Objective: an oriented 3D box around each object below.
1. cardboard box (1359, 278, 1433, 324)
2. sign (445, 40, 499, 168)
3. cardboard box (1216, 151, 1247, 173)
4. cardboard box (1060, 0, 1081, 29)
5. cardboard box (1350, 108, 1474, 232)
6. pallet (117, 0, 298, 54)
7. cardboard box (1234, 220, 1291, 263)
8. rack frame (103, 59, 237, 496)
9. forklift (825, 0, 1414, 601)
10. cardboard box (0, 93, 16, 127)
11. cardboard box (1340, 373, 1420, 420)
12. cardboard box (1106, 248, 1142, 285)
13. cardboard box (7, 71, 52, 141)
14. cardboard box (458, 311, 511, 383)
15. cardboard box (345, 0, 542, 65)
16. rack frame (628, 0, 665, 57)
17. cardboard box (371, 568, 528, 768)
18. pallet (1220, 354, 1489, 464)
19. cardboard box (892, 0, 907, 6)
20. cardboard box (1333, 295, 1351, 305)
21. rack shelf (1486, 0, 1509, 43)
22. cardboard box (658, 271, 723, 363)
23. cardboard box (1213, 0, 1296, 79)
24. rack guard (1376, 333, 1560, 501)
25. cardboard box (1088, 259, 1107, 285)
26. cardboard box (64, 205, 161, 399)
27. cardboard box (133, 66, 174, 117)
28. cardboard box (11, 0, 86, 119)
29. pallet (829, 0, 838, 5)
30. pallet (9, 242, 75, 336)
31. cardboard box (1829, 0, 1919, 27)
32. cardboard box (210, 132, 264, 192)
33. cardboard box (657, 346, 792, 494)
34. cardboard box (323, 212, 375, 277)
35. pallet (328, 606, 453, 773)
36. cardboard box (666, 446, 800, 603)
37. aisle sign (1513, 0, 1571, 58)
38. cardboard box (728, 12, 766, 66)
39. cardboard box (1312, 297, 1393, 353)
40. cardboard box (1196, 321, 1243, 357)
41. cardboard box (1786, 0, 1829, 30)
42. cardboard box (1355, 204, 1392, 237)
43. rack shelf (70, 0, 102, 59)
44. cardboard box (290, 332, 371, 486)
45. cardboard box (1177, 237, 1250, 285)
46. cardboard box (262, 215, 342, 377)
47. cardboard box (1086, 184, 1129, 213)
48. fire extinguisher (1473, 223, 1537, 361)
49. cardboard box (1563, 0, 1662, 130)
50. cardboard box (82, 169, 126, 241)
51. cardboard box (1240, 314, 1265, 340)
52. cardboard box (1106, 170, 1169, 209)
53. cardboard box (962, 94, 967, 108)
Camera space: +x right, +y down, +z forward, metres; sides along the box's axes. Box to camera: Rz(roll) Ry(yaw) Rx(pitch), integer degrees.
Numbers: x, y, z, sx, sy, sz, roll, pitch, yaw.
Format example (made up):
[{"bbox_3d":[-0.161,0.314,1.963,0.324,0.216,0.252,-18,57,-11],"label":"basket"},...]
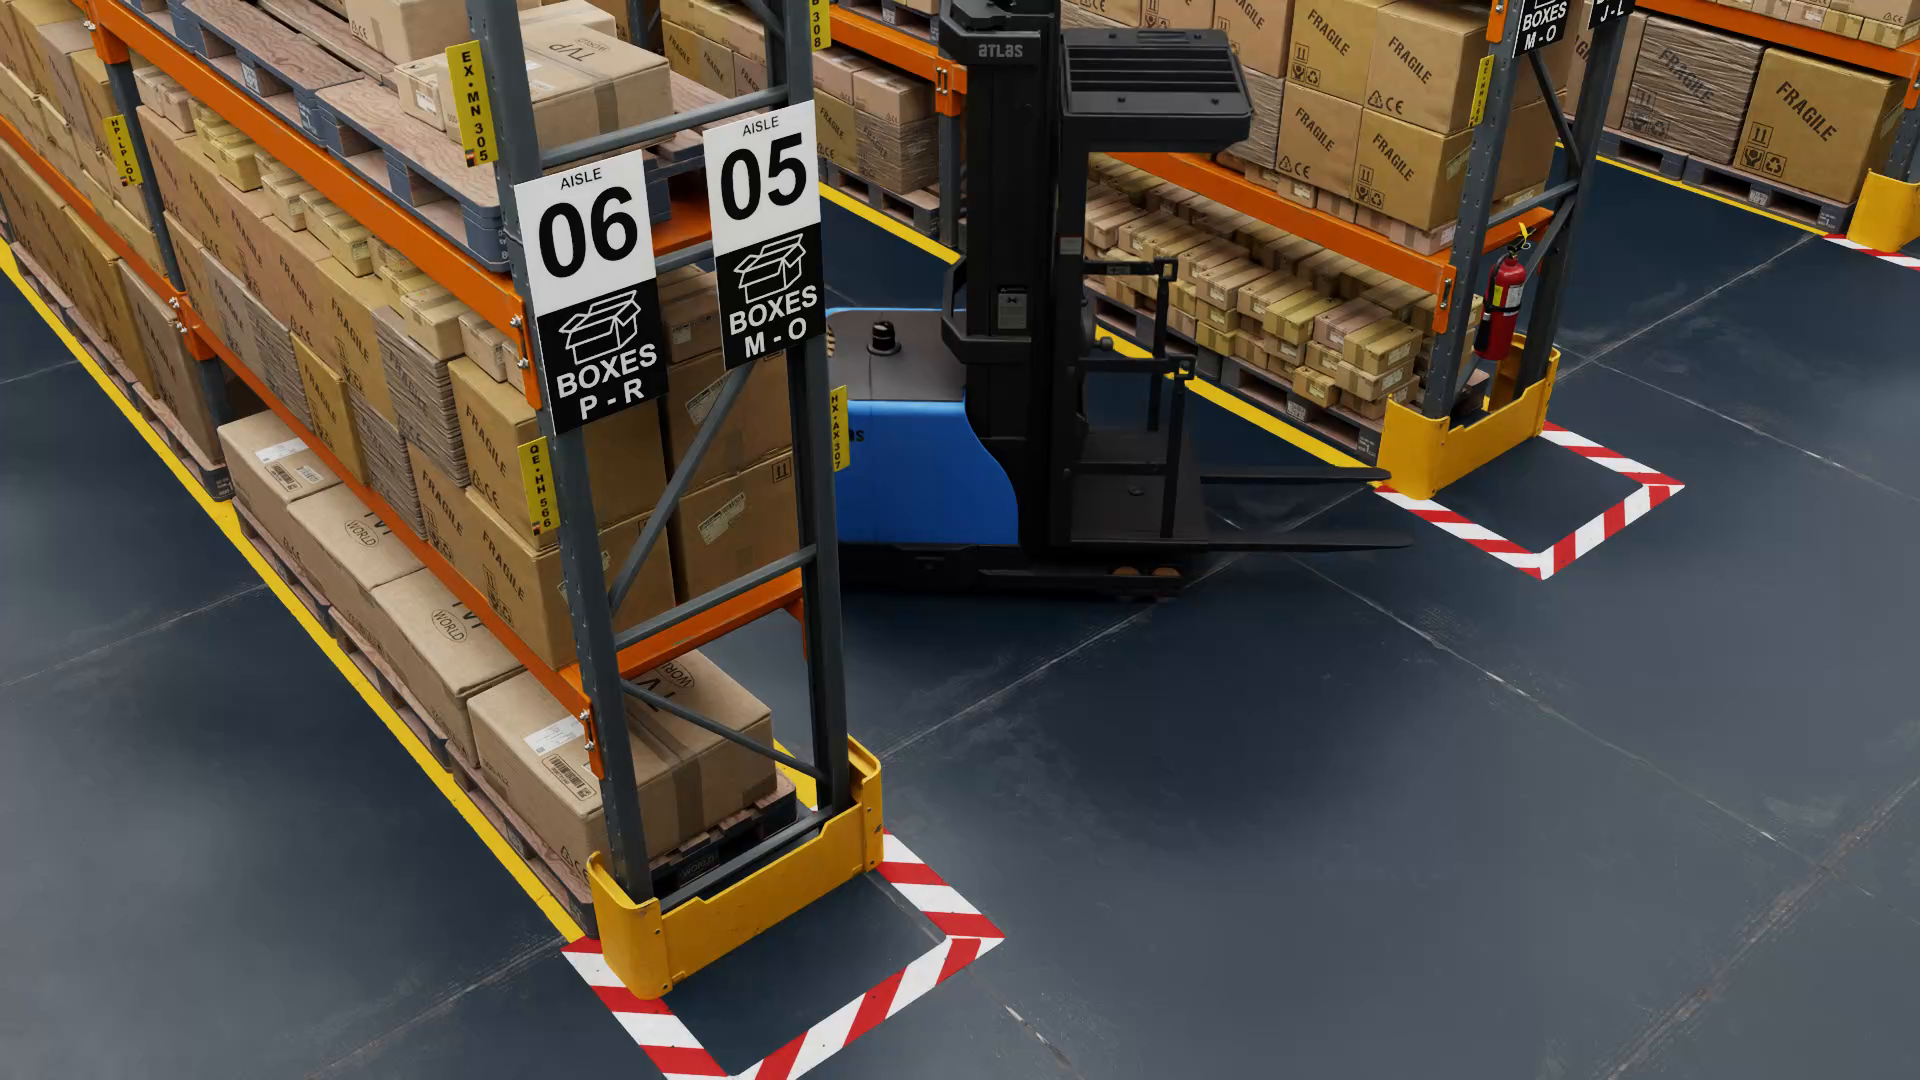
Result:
[{"bbox_3d":[2.511,-1.366,9.573,0.380,0.149,0.250,-25,42,-31],"label":"cardboard box"},{"bbox_3d":[-1.281,-1.147,4.382,0.100,0.325,0.005,-26,43,-32],"label":"sign"},{"bbox_3d":[1.669,-2.218,9.405,0.380,0.149,0.250,-28,44,-34],"label":"cardboard box"},{"bbox_3d":[0.729,-3.080,10.061,0.500,0.500,0.500,-26,43,-32],"label":"cardboard box"},{"bbox_3d":[2.372,-1.945,8.459,0.500,0.500,0.500,-25,42,-31],"label":"cardboard box"},{"bbox_3d":[-2.919,-2.379,6.896,1.003,0.211,1.213,-26,43,-32],"label":"pallet"},{"bbox_3d":[1.916,-1.863,10.275,0.380,0.149,0.250,-25,42,-31],"label":"cardboard box"},{"bbox_3d":[-3.439,-1.556,8.253,1.000,3.000,0.127,-26,43,-32],"label":"rack frame"},{"bbox_3d":[0.747,-1.208,7.821,3.031,2.935,1.130,1,35,1],"label":"forklift"},{"bbox_3d":[-5.551,-2.731,10.041,0.500,0.250,0.500,-27,44,-33],"label":"cardboard box"},{"bbox_3d":[2.360,-0.843,9.350,0.380,0.149,0.250,-25,42,-31],"label":"cardboard box"},{"bbox_3d":[1.130,-1.739,10.357,0.380,0.149,0.250,-26,43,-32],"label":"cardboard box"},{"bbox_3d":[-4.919,-2.467,9.236,0.500,0.250,0.500,-25,42,-31],"label":"cardboard box"},{"bbox_3d":[-1.424,-0.690,5.517,0.380,0.149,0.250,-25,42,-31],"label":"cardboard box"},{"bbox_3d":[-1.785,-1.869,5.727,0.500,0.311,0.500,-25,42,-31],"label":"cardboard box"},{"bbox_3d":[-2.304,-5.213,13.416,1.000,3.000,0.127,-26,43,-32],"label":"rack frame"},{"bbox_3d":[-1.957,0.429,7.303,0.875,0.438,0.875,-25,42,-31],"label":"cardboard box"},{"bbox_3d":[2.313,-0.948,9.807,1.003,0.211,1.213,-26,43,-32],"label":"pallet"},{"bbox_3d":[-0.298,-3.731,11.179,0.380,0.149,0.250,-26,43,-32],"label":"cardboard box"},{"bbox_3d":[2.358,-1.354,9.814,0.380,0.149,0.250,-25,43,-31],"label":"cardboard box"},{"bbox_3d":[1.568,-3.494,9.017,1.077,0.370,4.000,-26,43,-32],"label":"rack shelf"},{"bbox_3d":[-0.875,-0.763,5.621,0.380,0.149,0.250,-25,42,-31],"label":"cardboard box"},{"bbox_3d":[1.704,-2.810,8.814,0.500,0.500,0.500,-24,42,-30],"label":"cardboard box"},{"bbox_3d":[2.810,-0.694,9.199,1.175,0.500,0.348,-26,43,-32],"label":"rack guard"},{"bbox_3d":[1.041,-1.767,10.654,0.380,0.149,0.250,-28,44,-34],"label":"cardboard box"},{"bbox_3d":[-4.489,-1.500,9.649,0.875,0.875,0.875,-25,42,-31],"label":"cardboard box"},{"bbox_3d":[-3.433,-2.033,7.414,0.380,0.149,0.250,-27,43,-32],"label":"cardboard box"},{"bbox_3d":[-4.570,-2.565,8.726,0.500,0.500,0.500,-25,42,-30],"label":"cardboard box"},{"bbox_3d":[-0.995,-4.276,12.259,1.003,0.211,1.213,-26,43,-32],"label":"pallet"},{"bbox_3d":[-5.569,-1.808,11.021,1.003,0.211,1.213,-26,43,-32],"label":"pallet"},{"bbox_3d":[6.198,-3.661,11.098,0.500,0.250,0.500,-27,43,-32],"label":"cardboard box"},{"bbox_3d":[-2.795,-1.568,6.757,0.380,0.149,0.250,-27,44,-33],"label":"cardboard box"},{"bbox_3d":[-0.949,-0.557,5.890,0.500,0.500,0.500,-27,43,-33],"label":"cardboard box"},{"bbox_3d":[-2.107,-1.130,6.138,0.380,0.149,0.250,-25,42,-31],"label":"cardboard box"},{"bbox_3d":[-2.216,0.486,7.782,1.003,0.211,1.213,-26,43,-32],"label":"pallet"},{"bbox_3d":[-0.948,-0.150,6.180,0.500,0.500,0.500,-26,43,-32],"label":"cardboard box"},{"bbox_3d":[2.677,-2.597,7.474,0.394,0.787,0.004,-26,43,-32],"label":"aisle sign"},{"bbox_3d":[-1.407,-3.828,12.612,0.500,0.250,0.500,-26,43,-31],"label":"cardboard box"},{"bbox_3d":[2.205,-1.203,9.343,0.380,0.149,0.250,-25,42,-31],"label":"cardboard box"},{"bbox_3d":[1.630,-1.261,9.940,0.380,0.149,0.250,-28,44,-34],"label":"cardboard box"},{"bbox_3d":[5.901,-3.644,11.418,0.380,0.149,0.250,-26,43,-32],"label":"cardboard box"},{"bbox_3d":[2.301,-1.740,8.731,0.380,0.149,0.250,-26,43,-32],"label":"cardboard box"},{"bbox_3d":[-4.729,-3.369,8.840,1.077,0.370,4.000,-26,43,-32],"label":"rack shelf"},{"bbox_3d":[-2.366,-0.619,6.843,0.500,0.500,0.500,-25,42,-30],"label":"cardboard box"},{"bbox_3d":[1.521,-1.663,9.993,0.380,0.149,0.250,-28,44,-33],"label":"cardboard box"},{"bbox_3d":[-2.350,-1.025,6.551,0.500,0.500,0.500,-26,43,-32],"label":"cardboard box"},{"bbox_3d":[0.861,-2.124,10.644,0.380,0.149,0.250,-27,43,-33],"label":"cardboard box"},{"bbox_3d":[2.669,-1.214,8.159,0.296,0.674,0.183,-26,43,-32],"label":"fire extinguisher"},{"bbox_3d":[5.077,-3.838,12.950,0.875,0.875,0.875,-26,43,-32],"label":"cardboard box"},{"bbox_3d":[-4.248,-1.824,8.761,0.500,0.250,0.500,-27,43,-32],"label":"cardboard box"},{"bbox_3d":[1.869,-1.322,9.769,0.380,0.149,0.250,-27,43,-32],"label":"cardboard box"},{"bbox_3d":[1.175,-2.288,10.876,0.380,0.149,0.250,-25,42,-30],"label":"cardboard box"},{"bbox_3d":[0.003,-3.329,11.907,0.500,0.250,0.500,-28,44,-34],"label":"cardboard box"}]
